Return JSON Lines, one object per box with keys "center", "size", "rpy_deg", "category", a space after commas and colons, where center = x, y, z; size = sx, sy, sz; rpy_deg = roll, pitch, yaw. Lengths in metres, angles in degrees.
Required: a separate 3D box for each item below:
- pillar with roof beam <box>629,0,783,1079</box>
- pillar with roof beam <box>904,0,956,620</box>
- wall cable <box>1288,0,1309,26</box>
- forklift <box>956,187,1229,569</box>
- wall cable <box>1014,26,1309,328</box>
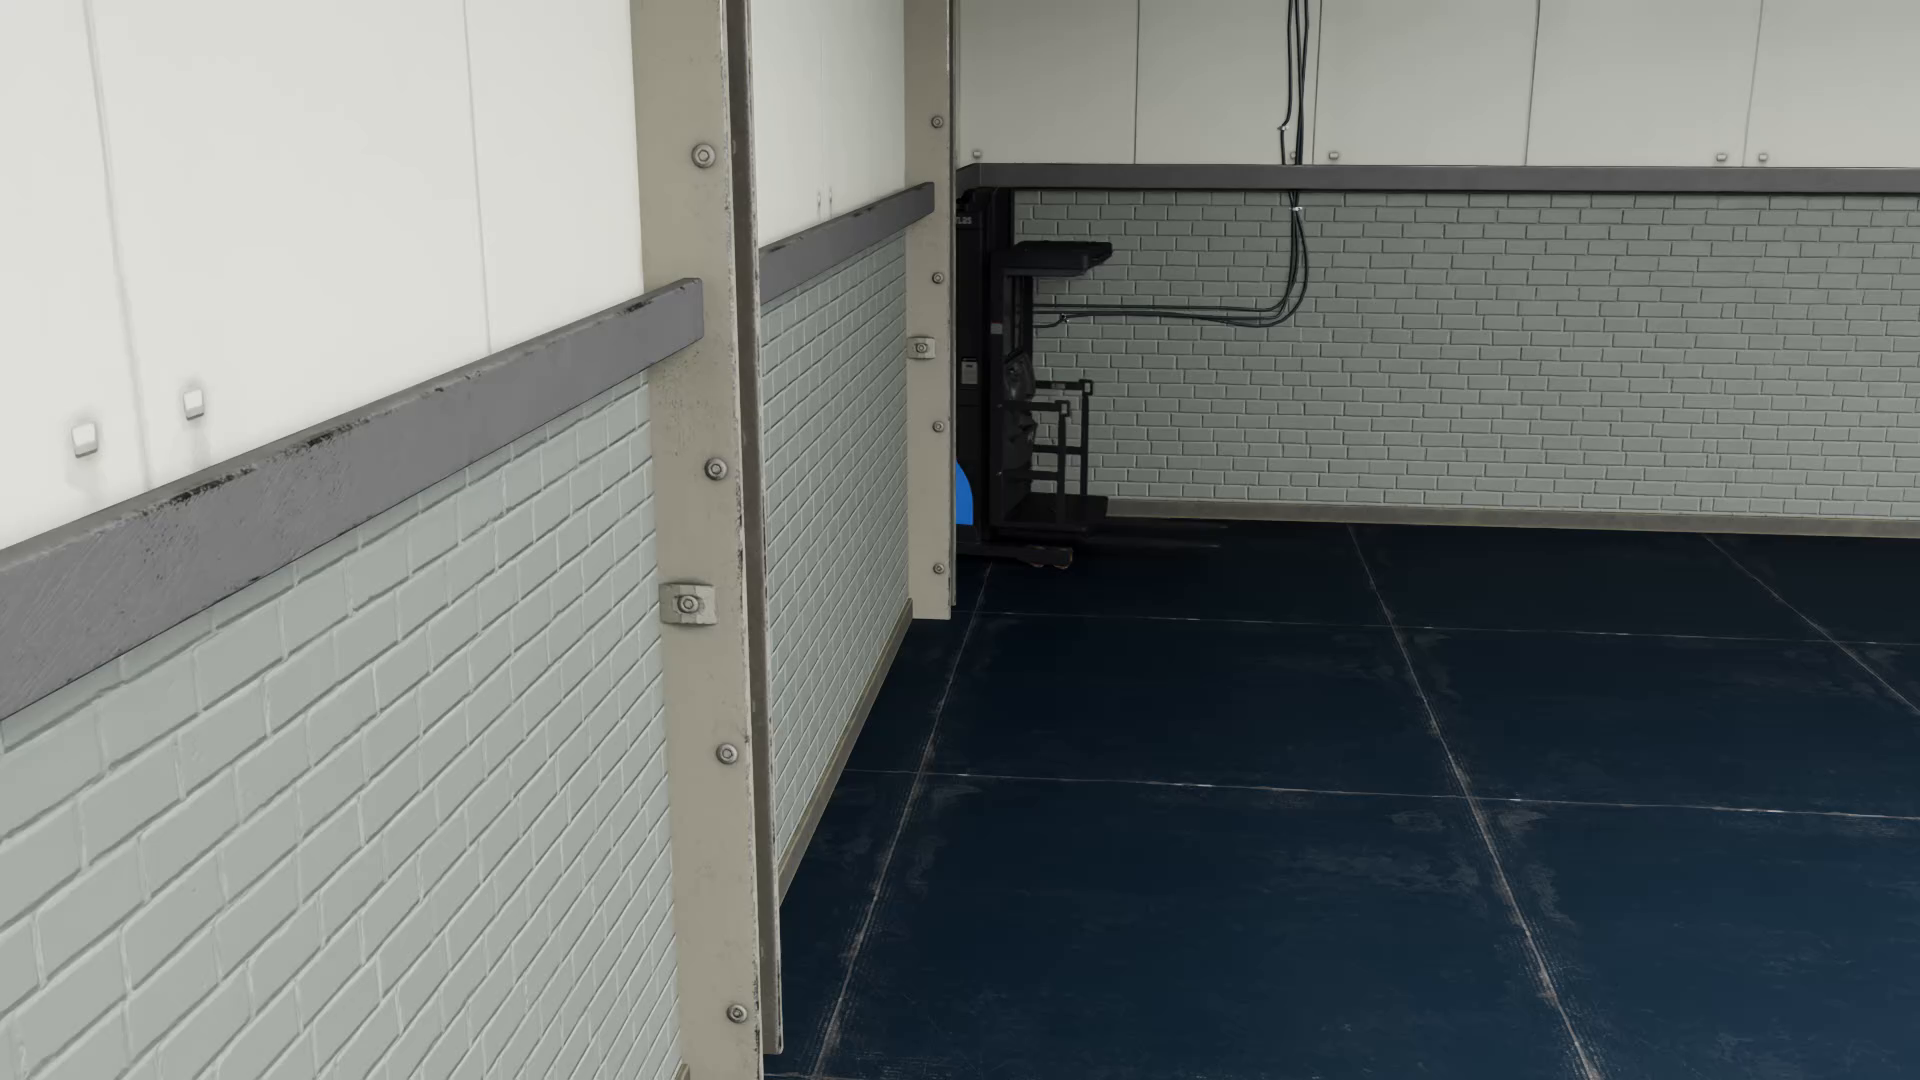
{"center": [3.396, -2.142, 4.843], "size": [9.100, 9.000, 0.400], "rpy_deg": [2, 15, 6], "category": "pillar with roof beam"}
{"center": [4.073, -3.698, 10.598], "size": [9.100, 9.000, 0.400], "rpy_deg": [2, 15, 6], "category": "pillar with roof beam"}
{"center": [4.130, -5.409, 13.200], "size": [3.097, 2.526, 0.112], "rpy_deg": [2, 15, 6], "category": "wall cable"}
{"center": [0.671, -1.334, 13.479], "size": [3.031, 2.935, 1.130], "rpy_deg": [4, 16, 14], "category": "forklift"}
{"center": [1.442, -3.051, 14.154], "size": [3.097, 2.526, 0.112], "rpy_deg": [2, 15, 6], "category": "wall cable"}
